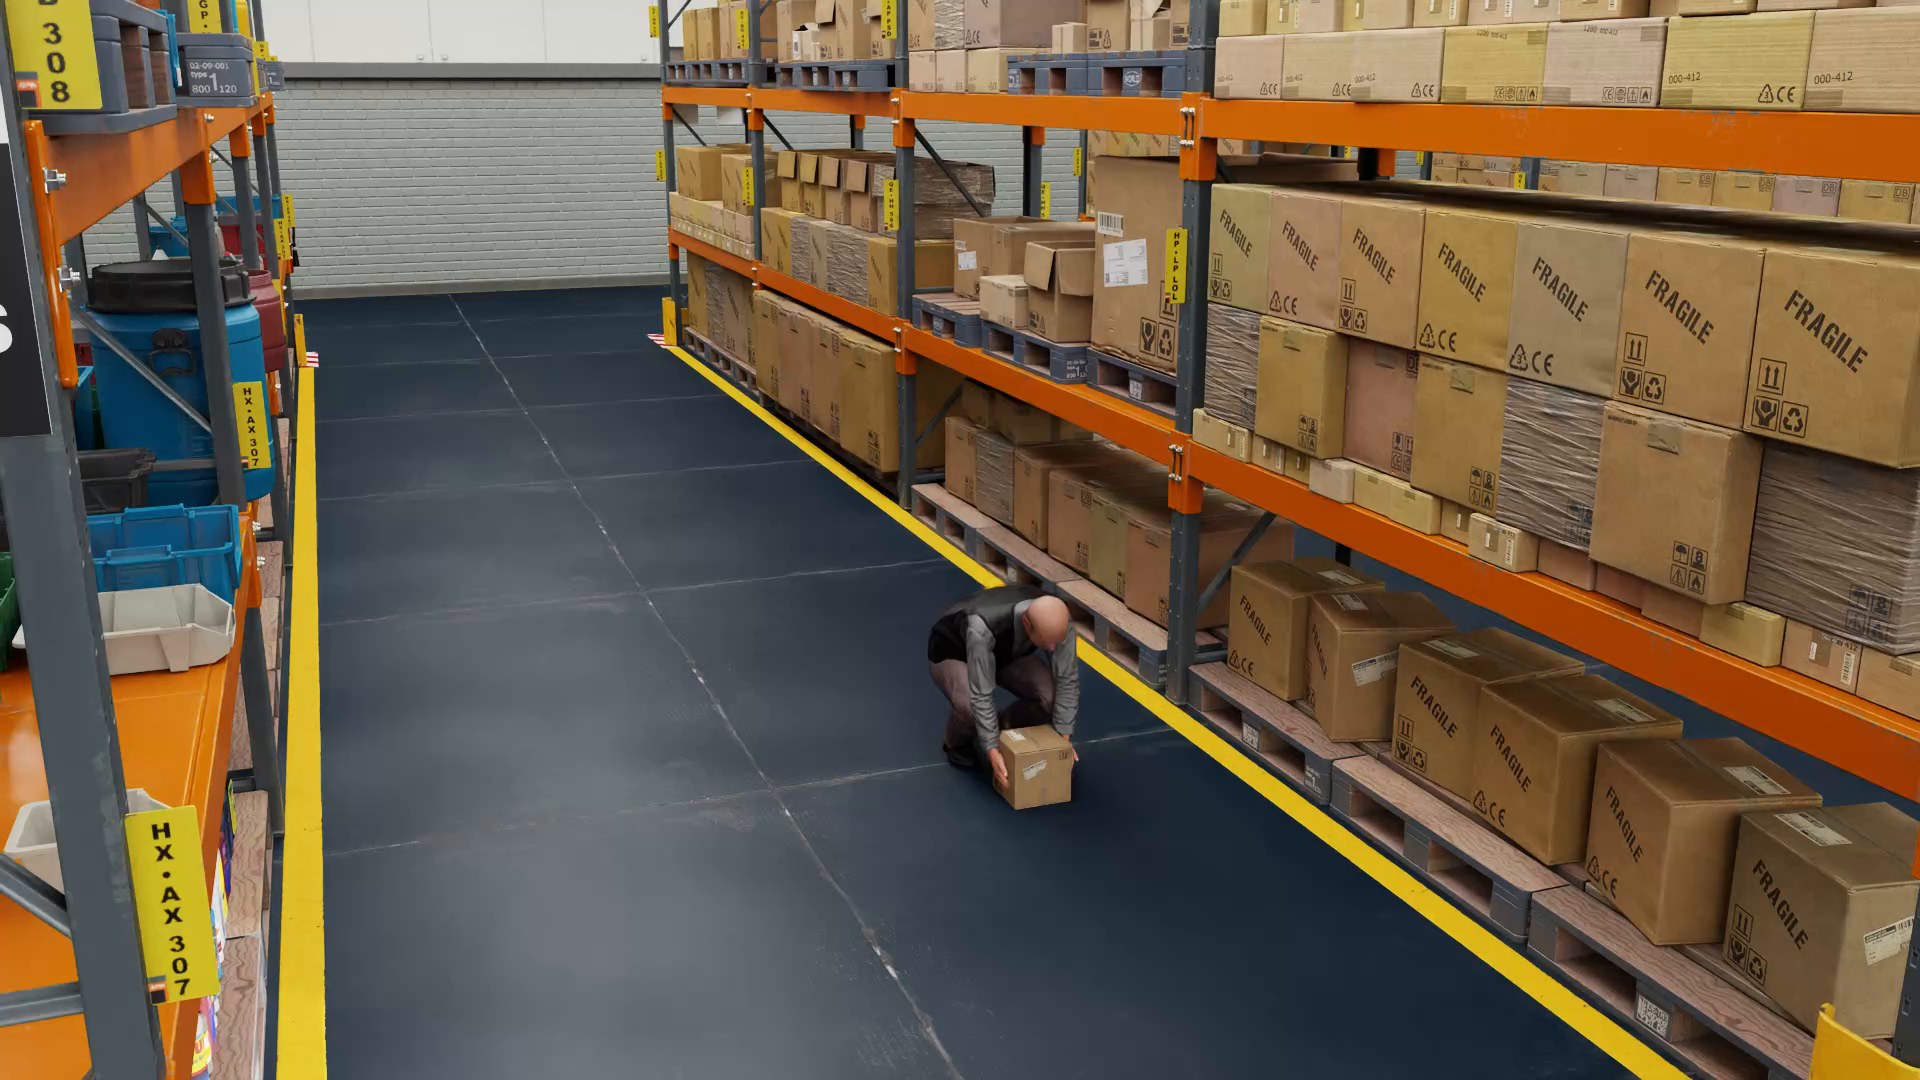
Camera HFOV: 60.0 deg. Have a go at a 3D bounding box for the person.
[{"bbox_3d":[0.191,0.569,7.149,0.535,0.857,0.871,-6,17,-20],"label":"person"}]
